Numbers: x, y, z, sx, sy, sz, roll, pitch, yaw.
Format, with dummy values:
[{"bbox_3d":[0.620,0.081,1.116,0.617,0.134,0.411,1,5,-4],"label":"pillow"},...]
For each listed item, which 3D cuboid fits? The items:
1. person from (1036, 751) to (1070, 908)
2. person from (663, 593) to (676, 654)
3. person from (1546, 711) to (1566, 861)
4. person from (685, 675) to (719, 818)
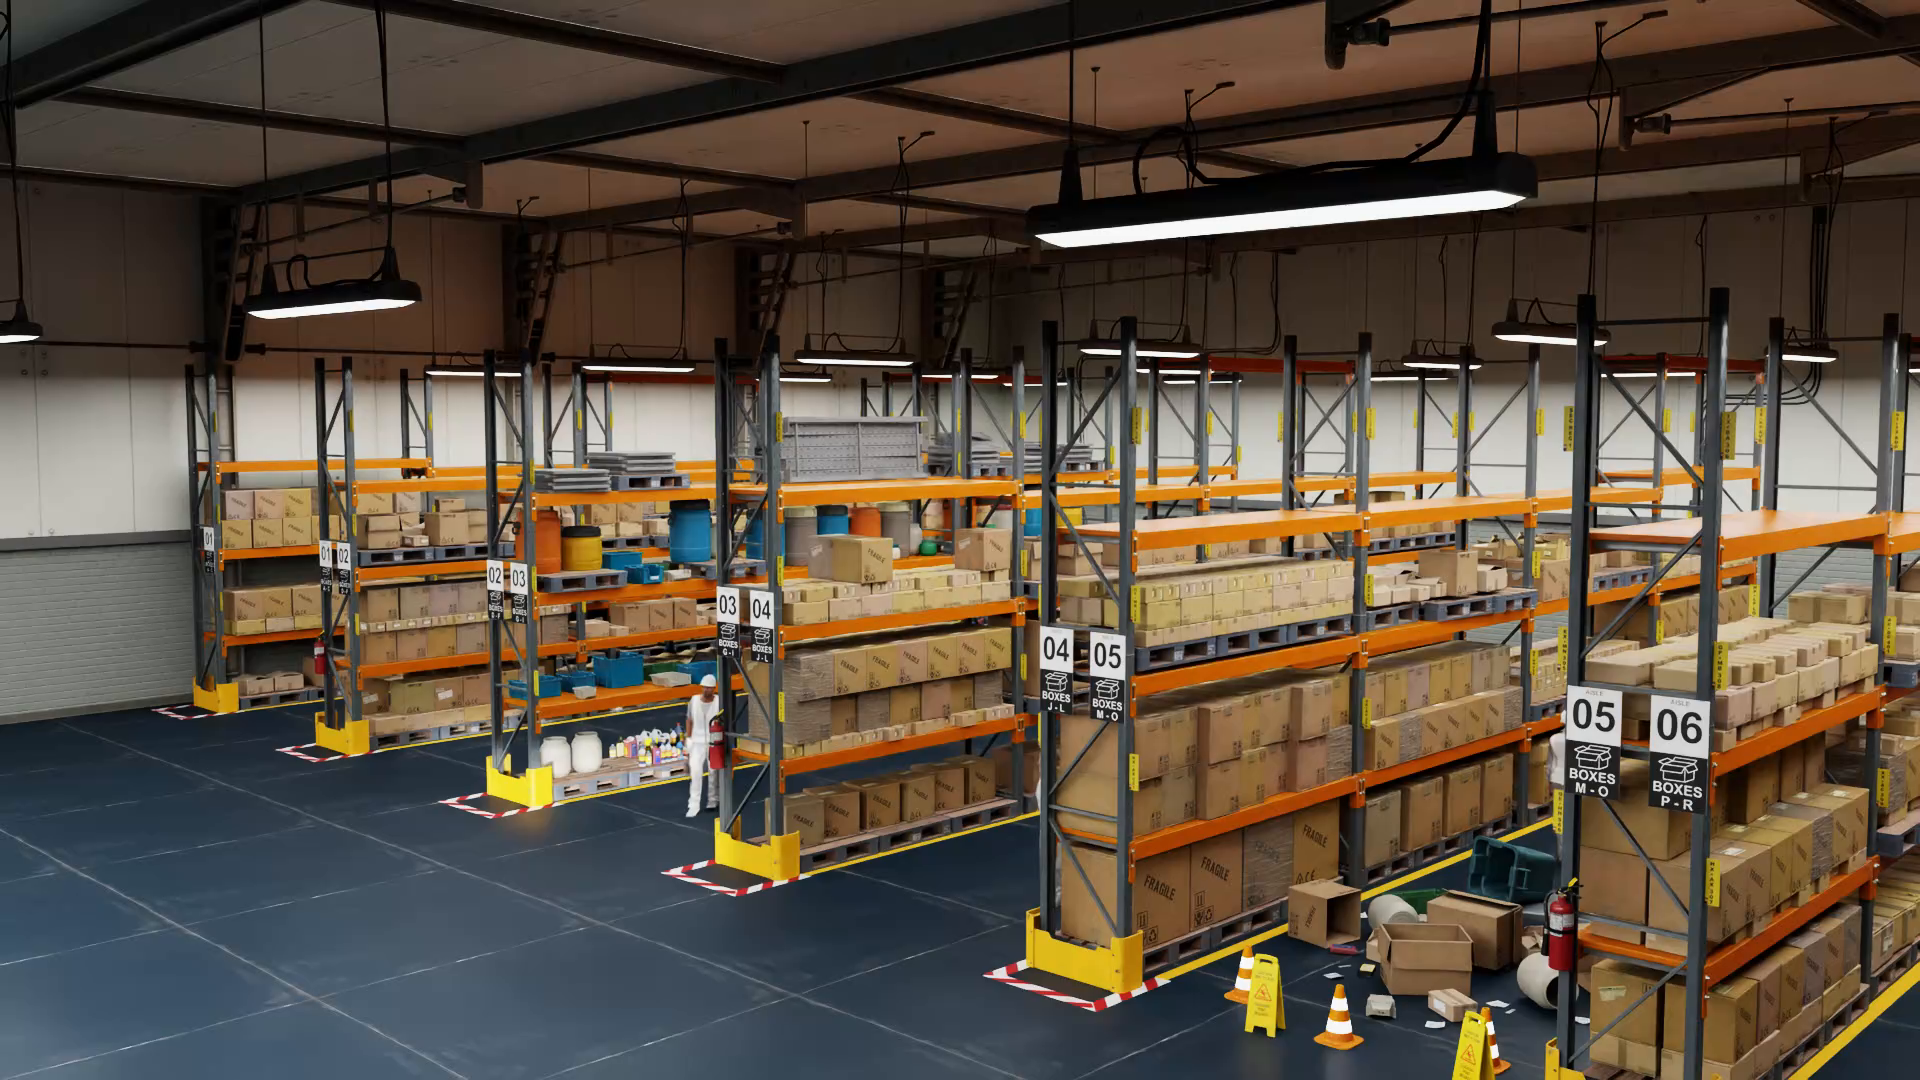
[{"bbox_3d":[1.080,3.012,17.445,0.582,1.654,0.550,-3,5,-34],"label":"person"},{"bbox_3d":[-5.856,1.831,33.136,0.463,1.566,0.847,2,5,25],"label":"person"},{"bbox_3d":[6.988,2.820,19.113,0.506,1.773,0.571,-3,6,-38],"label":"person"},{"bbox_3d":[-3.267,2.654,21.474,0.574,1.842,0.631,0,4,-3],"label":"person"}]
